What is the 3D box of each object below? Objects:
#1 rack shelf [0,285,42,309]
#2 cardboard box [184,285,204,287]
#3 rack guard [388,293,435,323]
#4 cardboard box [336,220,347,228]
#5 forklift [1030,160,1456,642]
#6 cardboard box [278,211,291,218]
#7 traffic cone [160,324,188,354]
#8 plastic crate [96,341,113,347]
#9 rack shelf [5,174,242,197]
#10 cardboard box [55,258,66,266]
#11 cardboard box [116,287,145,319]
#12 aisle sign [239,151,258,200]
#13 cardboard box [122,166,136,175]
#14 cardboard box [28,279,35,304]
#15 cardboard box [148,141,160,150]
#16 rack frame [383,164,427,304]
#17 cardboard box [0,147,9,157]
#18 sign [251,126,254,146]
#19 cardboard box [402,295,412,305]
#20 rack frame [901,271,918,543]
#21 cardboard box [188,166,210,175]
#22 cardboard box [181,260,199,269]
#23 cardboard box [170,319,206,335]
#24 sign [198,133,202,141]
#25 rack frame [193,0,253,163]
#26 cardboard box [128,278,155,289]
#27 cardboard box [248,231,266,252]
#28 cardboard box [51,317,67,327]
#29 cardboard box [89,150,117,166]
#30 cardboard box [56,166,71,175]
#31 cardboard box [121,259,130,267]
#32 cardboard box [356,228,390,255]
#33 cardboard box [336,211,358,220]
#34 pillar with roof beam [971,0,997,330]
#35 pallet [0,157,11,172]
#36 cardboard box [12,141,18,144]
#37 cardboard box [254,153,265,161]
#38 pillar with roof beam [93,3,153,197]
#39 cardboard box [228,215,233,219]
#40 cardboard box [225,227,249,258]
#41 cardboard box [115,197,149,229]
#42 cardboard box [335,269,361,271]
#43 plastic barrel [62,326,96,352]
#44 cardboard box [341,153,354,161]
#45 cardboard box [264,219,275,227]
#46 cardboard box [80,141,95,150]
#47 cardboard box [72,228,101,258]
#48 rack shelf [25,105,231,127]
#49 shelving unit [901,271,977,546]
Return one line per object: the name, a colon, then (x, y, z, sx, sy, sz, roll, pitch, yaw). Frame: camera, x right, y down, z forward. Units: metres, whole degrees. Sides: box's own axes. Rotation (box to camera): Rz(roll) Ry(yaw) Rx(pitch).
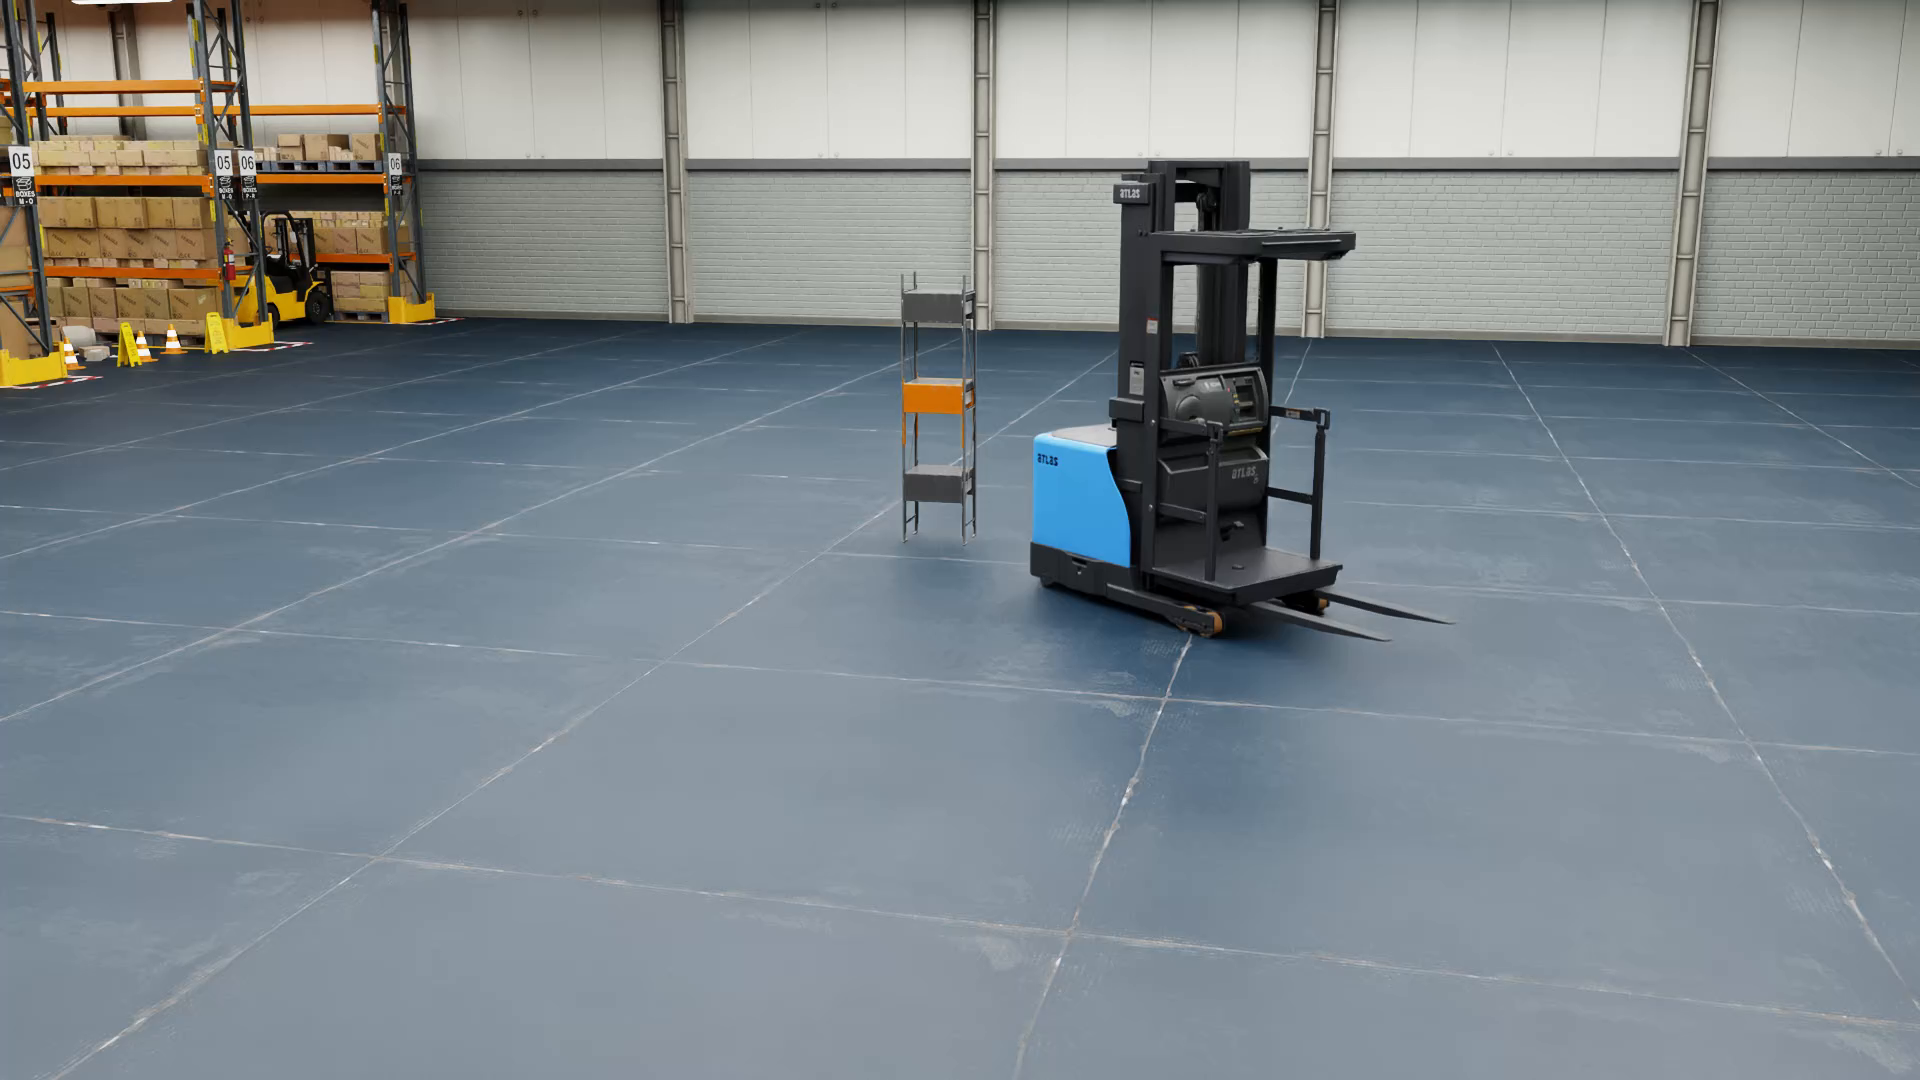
rack shelf: (-14.981, -3.435, 23.451, 4.000, 0.370, 1.077, 3, 13, 14)
cardboard box: (-13.200, -4.084, 28.366, 0.500, 0.500, 0.500, 3, 13, 11)
rack guard: (-10.742, -4.551, 32.591, 0.348, 0.500, 1.175, 3, 13, 14)
cardboard box: (-11.900, -6.146, 32.280, 0.250, 0.149, 0.380, 3, 13, 13)
forklift: (1.796, -0.936, 10.687, 1.130, 2.935, 3.031, -9, 16, -37)
cardboard box: (-13.141, -6.362, 32.566, 0.250, 0.149, 0.380, 3, 13, 13)
traffic cone: (-12.678, -3.241, 26.773, 0.334, 0.463, 0.336, 3, 13, 14)
plastic crate: (-14.507, -3.257, 27.728, 0.583, 0.080, 0.402, -1, 13, -6)
rack shelf: (-13.893, -5.945, 27.841, 4.000, 0.370, 1.077, 3, 13, 14)
cardboard box: (-15.083, -4.720, 28.162, 0.250, 0.149, 0.380, 3, 13, 13)
cardboard box: (-13.787, -3.998, 27.975, 0.500, 0.500, 0.500, 3, 13, 12)
aisle sign: (-11.817, -6.059, 27.618, 0.004, 0.787, 0.394, 3, 13, 14)
cardboard box: (-13.601, -6.102, 27.467, 0.250, 0.149, 0.380, 3, 13, 12)
cardboard box: (-18.995, -5.149, 34.318, 0.500, 0.500, 0.500, 3, 13, 15)
cardboard box: (-13.078, -6.470, 27.283, 0.250, 0.149, 0.380, 3, 13, 14)
rack frame: (-10.766, -5.772, 32.326, 0.127, 3.000, 1.000, 3, 13, 14)
cardboard box: (-13.295, -5.363, 22.935, 0.250, 0.149, 0.380, 3, 13, 14)
sign: (-11.821, -6.734, 27.715, 0.005, 0.325, 0.100, 3, 13, 14)
cardboard box: (-11.196, -4.702, 32.879, 0.500, 0.250, 0.500, 3, 13, 14)
rack frame: (-0.398, -1.046, 13.102, 0.015, 2.100, 0.400, 3, 13, 14)
cardboard box: (-12.365, -6.030, 27.141, 0.250, 0.149, 0.380, 3, 13, 14)
cardboard box: (-12.638, -4.570, 27.487, 0.250, 0.149, 0.380, 3, 13, 13)
cardboard box: (-12.824, -3.578, 27.813, 0.500, 0.250, 0.500, 3, 13, 13)
sign: (-14.770, -7.736, 32.330, 0.005, 0.325, 0.100, 3, 13, 14)
rack frame: (-11.951, -7.657, 26.971, 0.127, 3.000, 1.000, 3, 13, 14)
cardboard box: (-13.663, -4.293, 27.809, 0.250, 0.149, 0.380, 4, 13, 16)
cardboard box: (-13.771, -5.927, 32.793, 0.500, 0.500, 0.500, 3, 13, 15)
cardboard box: (-15.327, -3.711, 28.415, 0.500, 0.250, 0.500, 2, 13, 11)
cardboard box: (-13.996, -6.313, 27.495, 0.500, 0.250, 0.500, 3, 13, 14)
cardboard box: (-14.849, -6.174, 27.789, 0.250, 0.149, 0.380, 3, 13, 15)
cardboard box: (-13.845, -4.664, 27.908, 0.250, 0.149, 0.380, 3, 13, 14)
cardboard box: (-11.306, -5.791, 32.181, 0.500, 0.500, 0.500, 3, 13, 12)
cardboard box: (-11.895, -6.300, 32.289, 0.250, 0.149, 0.380, 3, 13, 14)
pillar with roof beam: (-0.607, -7.399, 25.806, 0.400, 9.000, 9.100, 3, 13, 14)
pallet: (-13.762, -5.140, 22.753, 1.213, 0.211, 1.003, 3, 13, 14)
cardboard box: (-15.607, -6.582, 27.789, 0.250, 0.149, 0.380, 3, 13, 13)
cardboard box: (-13.540, -7.448, 32.335, 0.250, 0.149, 0.380, 3, 13, 15)
pillar with roof beam: (-18.082, -8.333, 30.016, 0.548, 9.000, 9.100, 3, 13, 14)
cardboard box: (-14.411, -6.412, 32.793, 0.250, 0.149, 0.380, 3, 13, 15)
cardboard box: (-12.345, -5.005, 27.951, 0.500, 0.500, 0.500, 3, 13, 13)
cardboard box: (-13.509, -5.424, 27.529, 0.500, 0.500, 0.700, 3, 13, 13)
cardboard box: (-12.156, -5.241, 33.003, 0.500, 0.250, 0.500, 3, 13, 13)
plastic barrel: (-14.319, -3.259, 26.948, 0.512, 0.421, 0.421, -9, 15, -35)
cardboard box: (-11.643, -7.347, 31.878, 0.250, 0.149, 0.380, 3, 13, 12)
cardboard box: (-13.415, -6.210, 32.572, 0.250, 0.149, 0.380, 3, 13, 13)
cardboard box: (-14.330, -6.526, 27.536, 0.250, 0.149, 0.380, 3, 13, 13)
cardboard box: (-14.497, -4.999, 27.921, 0.500, 0.500, 0.500, 3, 13, 13)
rack shelf: (-16.591, -8.466, 33.201, 4.000, 0.370, 1.077, 3, 13, 14)
shelving unit: (-0.161, -1.034, 13.045, 0.503, 2.100, 0.431, 3, 13, 14)
